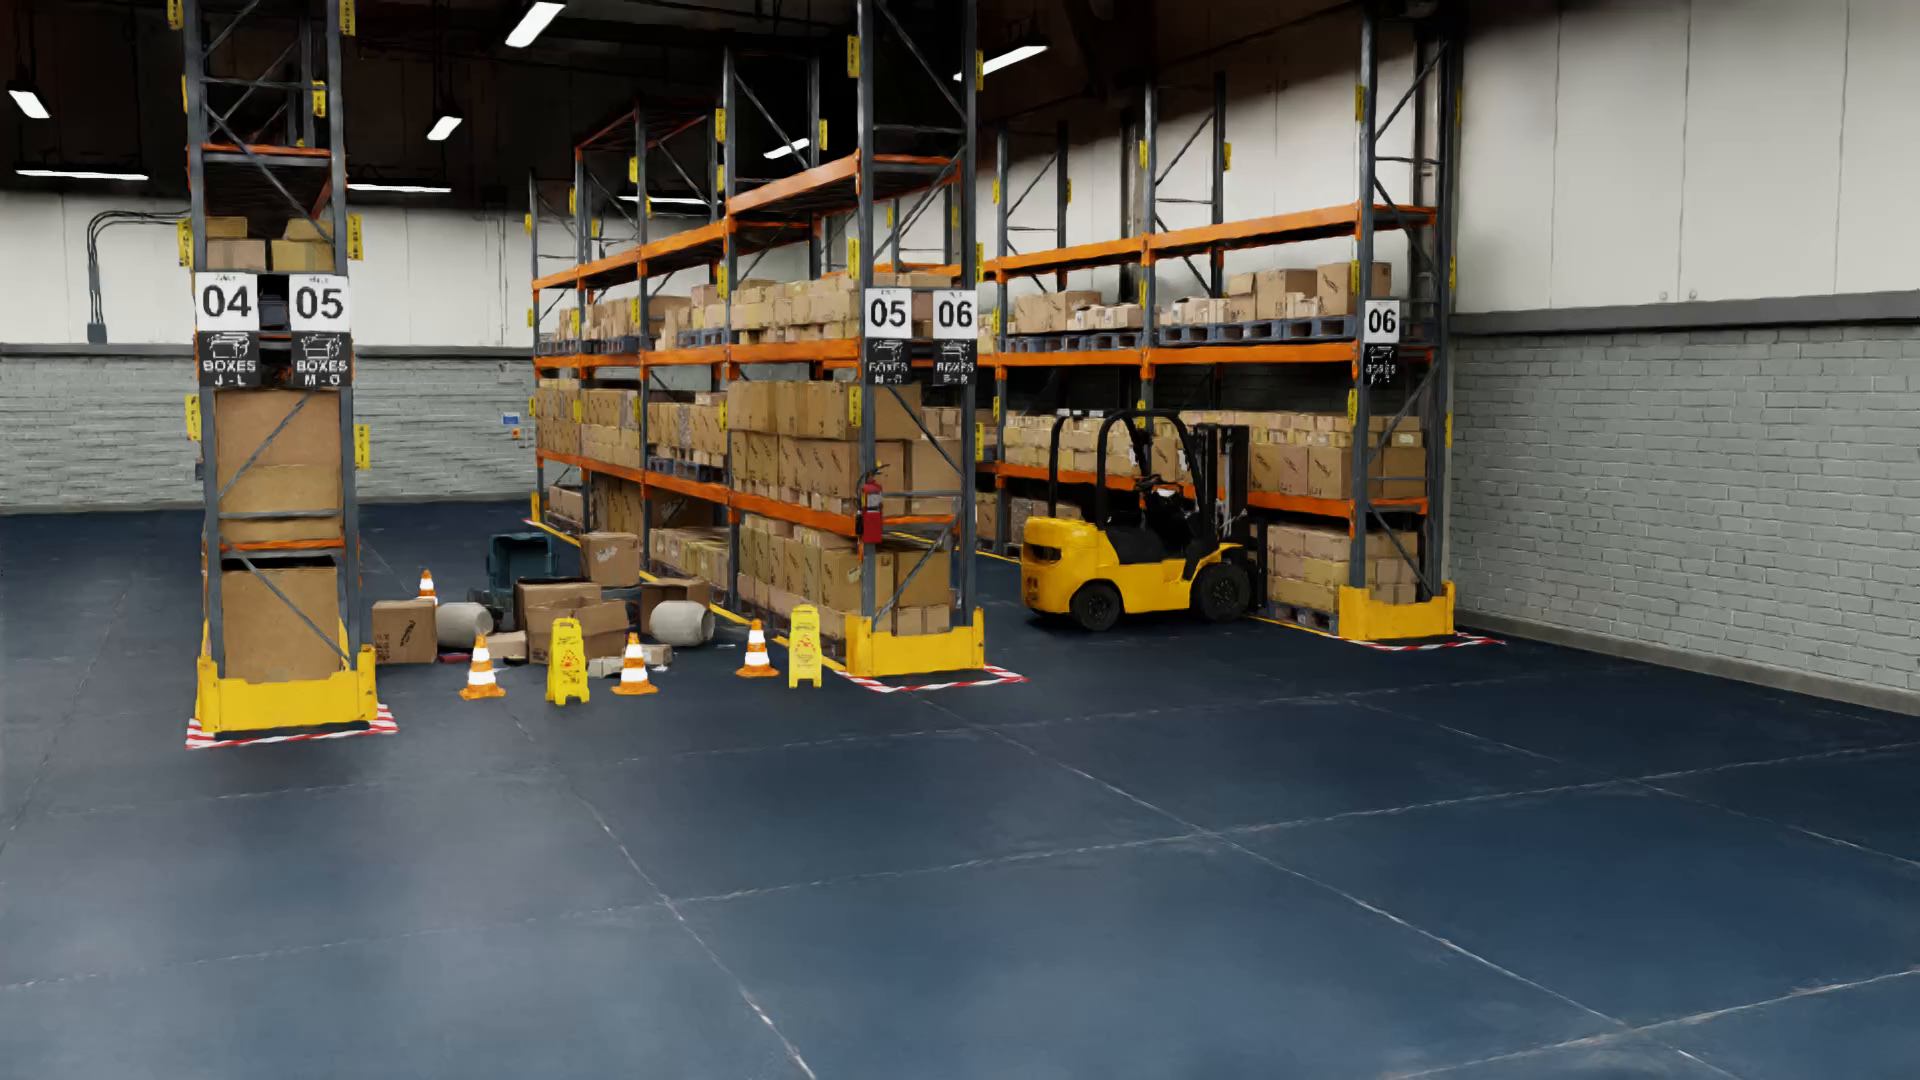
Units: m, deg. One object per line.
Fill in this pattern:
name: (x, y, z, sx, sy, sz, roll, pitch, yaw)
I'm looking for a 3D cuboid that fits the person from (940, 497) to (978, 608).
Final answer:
person: (-0.040, -0.060, 17.730, 0.422, 1.602, 0.492, 2, 6, 18)
